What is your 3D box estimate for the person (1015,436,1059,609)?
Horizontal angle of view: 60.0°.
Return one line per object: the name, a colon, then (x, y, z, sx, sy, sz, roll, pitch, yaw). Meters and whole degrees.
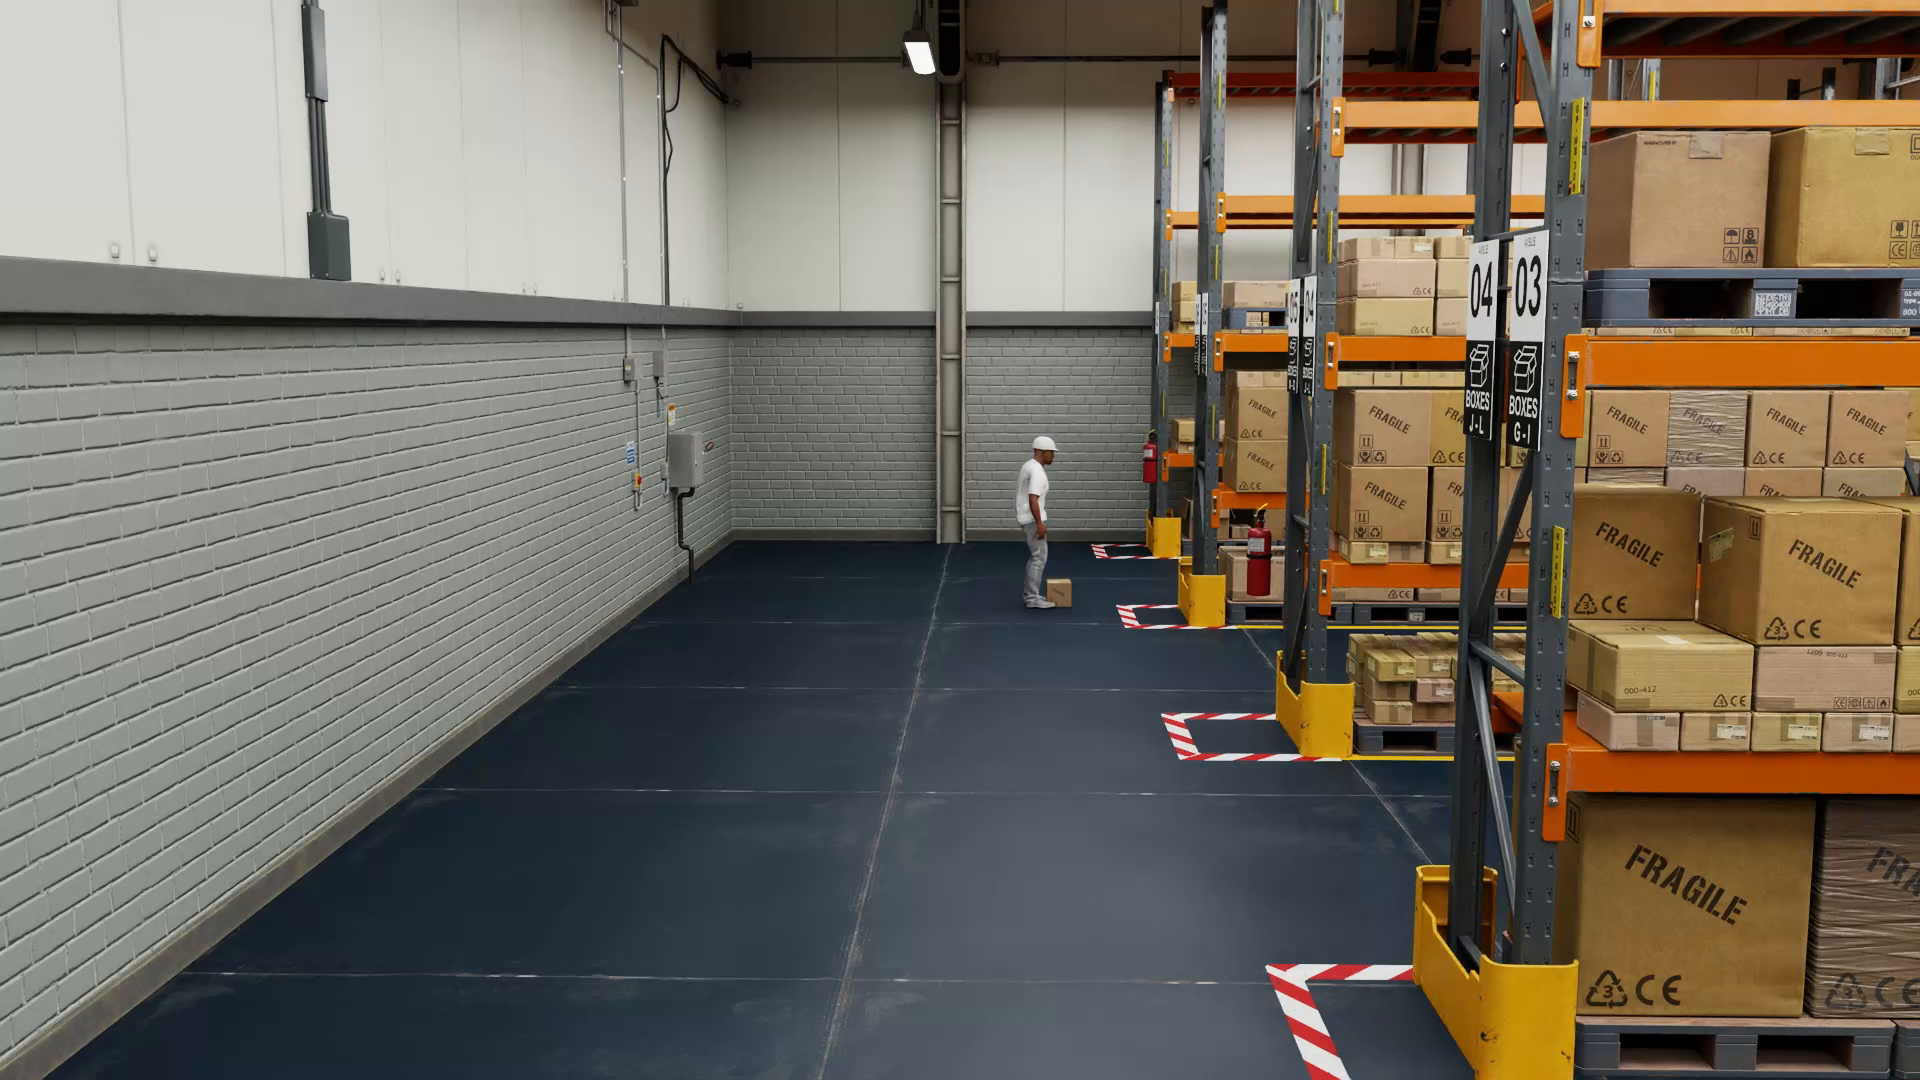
person: (0.801, -0.193, 17.239, 0.463, 1.759, 0.624, 0, 7, -1)
